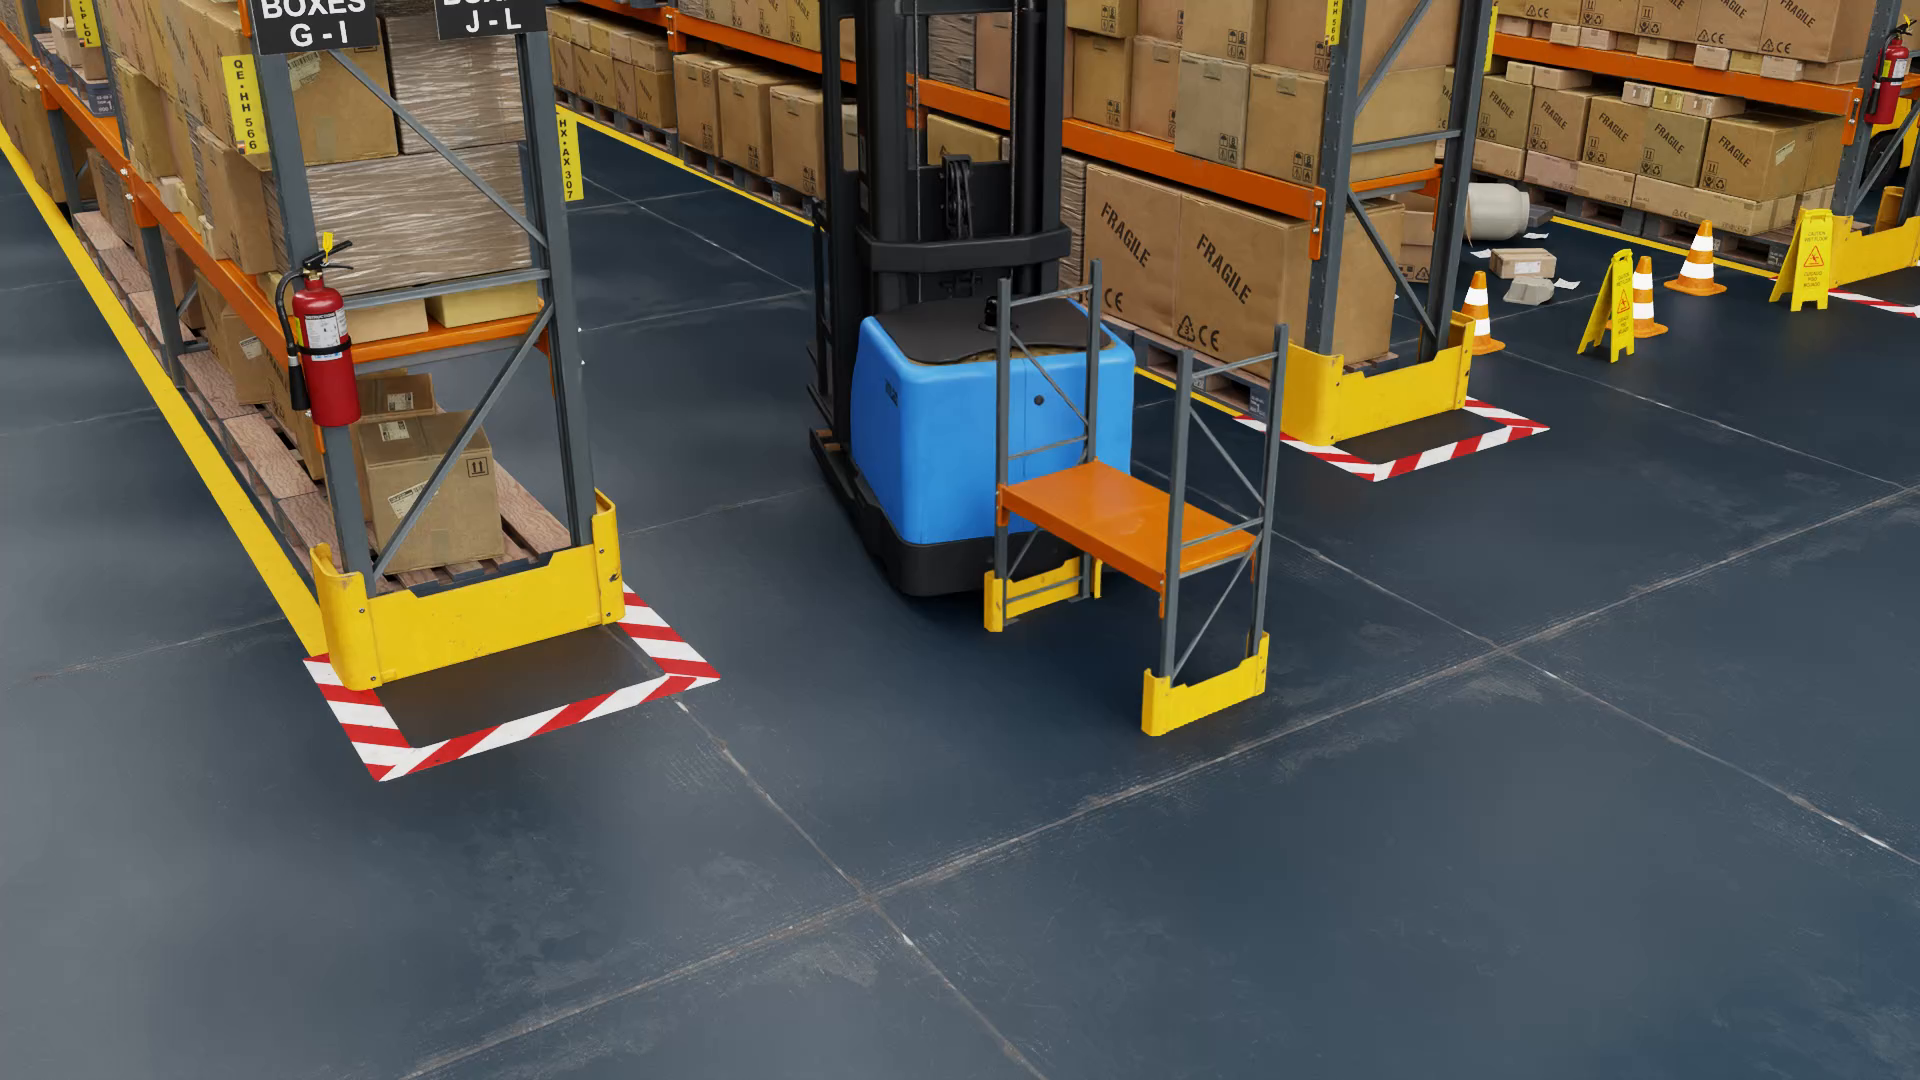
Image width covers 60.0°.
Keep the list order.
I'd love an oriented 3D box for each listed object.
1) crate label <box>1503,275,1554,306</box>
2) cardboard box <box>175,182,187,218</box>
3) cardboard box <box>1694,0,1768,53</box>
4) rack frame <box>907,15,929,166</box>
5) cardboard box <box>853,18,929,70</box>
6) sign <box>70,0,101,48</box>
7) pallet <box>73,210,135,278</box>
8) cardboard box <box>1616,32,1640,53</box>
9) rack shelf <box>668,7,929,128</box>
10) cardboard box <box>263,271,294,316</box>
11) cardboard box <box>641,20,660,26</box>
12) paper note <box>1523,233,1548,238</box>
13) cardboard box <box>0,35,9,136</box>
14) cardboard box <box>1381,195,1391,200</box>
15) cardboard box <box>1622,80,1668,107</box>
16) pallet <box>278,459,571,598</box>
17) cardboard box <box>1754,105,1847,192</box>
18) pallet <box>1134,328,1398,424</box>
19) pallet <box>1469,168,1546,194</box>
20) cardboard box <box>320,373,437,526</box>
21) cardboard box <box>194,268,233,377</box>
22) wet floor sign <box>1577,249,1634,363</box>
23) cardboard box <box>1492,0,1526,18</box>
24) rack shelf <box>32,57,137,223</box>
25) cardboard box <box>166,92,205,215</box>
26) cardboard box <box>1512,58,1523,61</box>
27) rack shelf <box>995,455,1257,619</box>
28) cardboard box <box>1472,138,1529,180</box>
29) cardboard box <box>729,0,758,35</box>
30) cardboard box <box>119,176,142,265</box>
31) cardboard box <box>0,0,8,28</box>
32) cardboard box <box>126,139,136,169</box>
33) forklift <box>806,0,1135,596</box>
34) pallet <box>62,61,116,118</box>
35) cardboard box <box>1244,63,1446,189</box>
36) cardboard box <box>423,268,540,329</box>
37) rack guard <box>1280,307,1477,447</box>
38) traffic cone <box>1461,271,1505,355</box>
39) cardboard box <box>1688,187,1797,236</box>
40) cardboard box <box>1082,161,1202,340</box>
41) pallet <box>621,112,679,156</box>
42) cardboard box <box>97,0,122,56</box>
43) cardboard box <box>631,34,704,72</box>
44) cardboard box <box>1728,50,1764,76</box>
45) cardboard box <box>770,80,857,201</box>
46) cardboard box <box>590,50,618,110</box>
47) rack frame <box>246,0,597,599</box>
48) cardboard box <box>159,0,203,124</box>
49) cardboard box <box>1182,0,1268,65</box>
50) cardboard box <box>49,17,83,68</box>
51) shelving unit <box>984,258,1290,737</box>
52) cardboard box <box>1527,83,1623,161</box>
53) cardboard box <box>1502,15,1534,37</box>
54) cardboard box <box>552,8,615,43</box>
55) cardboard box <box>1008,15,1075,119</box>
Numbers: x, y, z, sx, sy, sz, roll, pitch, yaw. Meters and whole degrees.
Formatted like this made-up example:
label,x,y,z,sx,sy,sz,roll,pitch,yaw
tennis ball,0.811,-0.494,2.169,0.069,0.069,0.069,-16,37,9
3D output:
label,x,y,z,sx,sy,sz,roll,pitch,yaw
crate label,3.821,-1.681,11.151,0.298,0.136,0.250,12,28,24
cardboard box,-3.556,-1.655,8.037,0.380,0.149,0.250,-16,29,-30
cardboard box,5.566,-3.726,11.663,0.500,0.500,0.500,-15,29,-29
rack frame,0.087,-3.477,11.602,1.000,3.000,0.127,-16,29,-30
cardboard box,-0.422,-3.647,11.844,0.500,0.500,0.500,-16,29,-30
sign,-4.587,-2.750,8.706,0.100,0.325,0.005,-16,29,-30
pallet,-5.882,-2.247,12.263,1.003,0.211,1.213,-16,29,-30
cardboard box,5.161,-3.758,12.490,0.380,0.149,0.250,-16,29,-30
rack shelf,-1.005,-3.867,13.270,1.077,0.370,4.000,-16,29,-30
cardboard box,-2.585,-1.034,6.720,0.380,0.149,0.250,-16,29,-30
cardboard box,-2.807,-4.971,16.324,0.500,0.250,0.500,-15,29,-29
paper note,4.369,-2.312,12.612,0.148,0.019,0.142,18,31,33
cardboard box,-8.125,-4.223,15.180,1.225,0.875,0.875,-15,29,-29
cardboard box,2.765,-2.539,12.381,0.797,0.637,0.503,-16,29,-30
cardboard box,5.173,-3.342,12.406,0.380,0.149,0.250,-14,29,-27
pallet,-2.396,0.008,7.485,1.003,0.211,1.213,-16,29,-30
cardboard box,6.140,-2.883,12.194,0.500,0.500,0.500,-17,30,-31
pallet,1.768,-1.053,9.733,1.003,0.211,1.213,-16,29,-30
pallet,4.575,-3.174,14.226,1.003,0.211,1.213,-16,29,-30
cardboard box,-2.622,-0.419,7.560,0.500,0.500,0.500,-8,26,-16
cardboard box,-3.939,-1.264,9.351,0.500,0.500,0.500,-17,30,-31
wet floor sign,3.945,-1.433,10.029,0.267,0.644,0.232,-22,33,-38
cardboard box,4.479,-4.450,13.197,0.500,0.500,0.500,-16,29,-30
rack shelf,-5.216,-2.747,10.899,1.077,0.370,4.000,-16,29,-30
cardboard box,-3.091,-1.831,7.649,0.875,0.500,0.500,-16,29,-30
cardboard box,4.727,-3.803,14.143,0.500,0.500,0.500,-16,30,-30
rack shelf,0.650,-0.034,6.487,0.538,0.185,1.000,-17,30,-32
cardboard box,4.576,-3.151,13.640,0.500,0.250,0.500,-14,29,-27
cardboard box,-1.523,-4.368,13.371,0.500,0.500,0.500,-16,29,-30
cardboard box,-5.296,-2.225,11.362,0.700,0.500,0.500,-13,28,-25
cardboard box,-7.615,-4.499,13.649,0.500,0.500,0.500,-15,29,-29
cardboard box,-4.259,-2.097,8.972,0.380,0.149,0.250,-16,29,-30
forklift,-0.147,-1.692,7.902,1.130,2.935,3.031,-7,26,-15
pallet,-5.193,-3.003,10.822,1.003,0.211,1.213,-16,29,-30
cardboard box,2.030,-2.236,8.798,0.875,0.550,0.550,-16,29,-30
cardboard box,-1.896,-0.970,6.586,0.380,0.149,0.250,-16,29,-30
rack guard,2.283,-0.907,9.086,1.175,0.500,0.348,-16,29,-30
traffic cone,3.170,-1.420,10.216,0.336,0.463,0.334,-16,29,-30
cardboard box,5.683,-2.417,12.086,0.500,0.250,0.500,-16,29,-30
cardboard box,1.363,-1.817,10.082,0.875,0.875,0.875,-16,30,-30
pallet,-2.522,-3.927,15.820,1.003,0.211,1.213,-16,29,-30
cardboard box,-4.091,-2.769,8.465,0.500,0.500,0.500,-16,29,-30
cardboard box,-2.690,-4.490,15.305,0.500,0.250,0.500,-16,30,-31
cardboard box,5.626,-3.368,11.664,0.380,0.149,0.250,-16,30,-30
cardboard box,-0.851,-3.197,13.151,1.050,0.750,0.750,-16,29,-30
cardboard box,-3.258,-4.514,16.234,0.500,0.500,0.500,-17,30,-32
rack frame,-1.941,-0.927,6.199,1.000,3.000,0.127,-16,29,-30
cardboard box,-2.996,-2.054,6.951,0.500,0.500,0.500,-16,29,-30
cardboard box,1.723,-2.919,8.980,0.875,0.550,0.550,-16,29,-30
cardboard box,-5.586,-3.257,10.819,0.500,0.250,0.500,-16,30,-31
shelving unit,0.645,-0.200,6.417,0.587,1.500,1.083,-17,30,-32
cardboard box,4.859,-3.304,13.085,0.500,0.500,0.500,-14,29,-27
cardboard box,4.540,-4.103,13.222,0.380,0.149,0.250,-15,29,-28
cardboard box,-3.806,-5.221,16.854,0.500,0.250,0.500,-15,29,-28
cardboard box,0.814,-3.004,10.423,0.875,0.550,0.550,-16,29,-30
